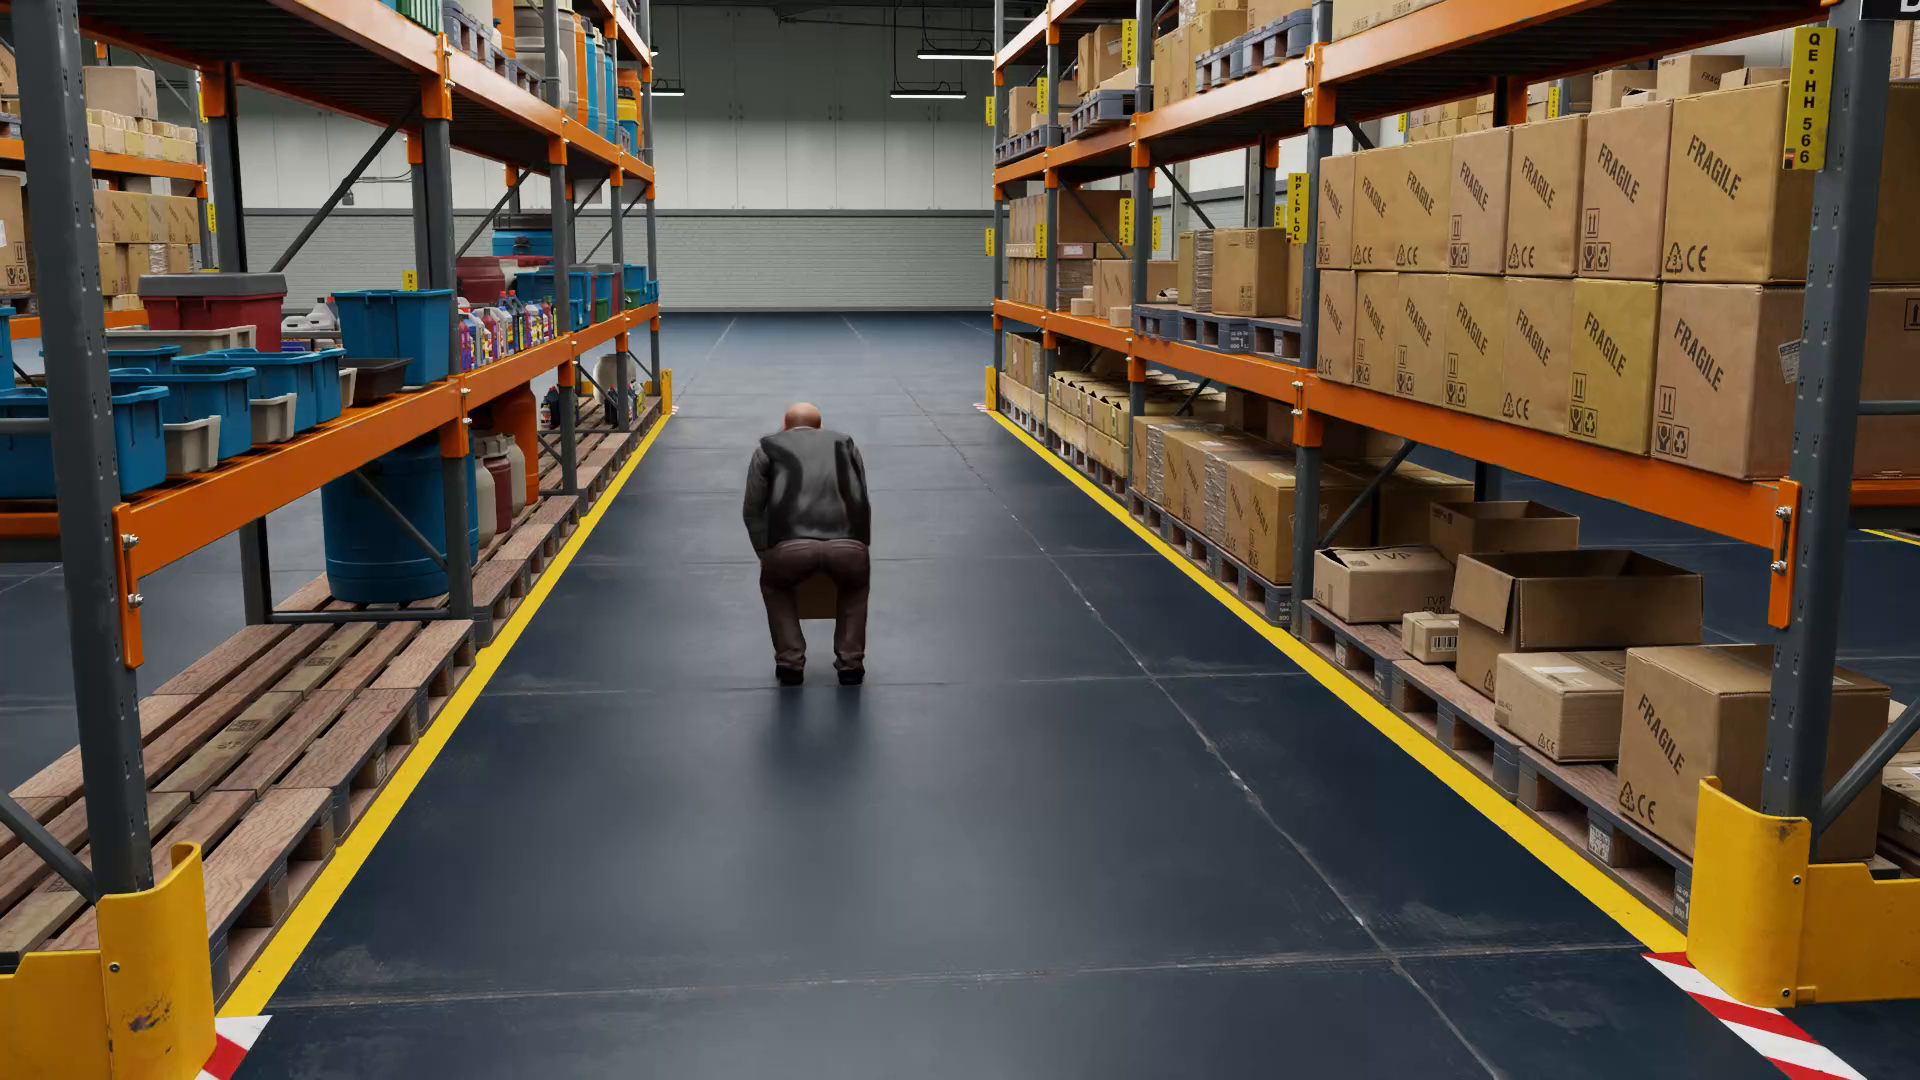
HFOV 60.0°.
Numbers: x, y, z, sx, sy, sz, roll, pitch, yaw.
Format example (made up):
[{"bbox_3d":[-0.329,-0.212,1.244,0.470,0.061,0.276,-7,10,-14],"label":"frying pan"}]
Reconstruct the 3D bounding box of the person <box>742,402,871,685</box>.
[{"bbox_3d":[-0.675,0.021,7.387,0.579,1.198,0.797,-1,10,-6],"label":"person"}]
